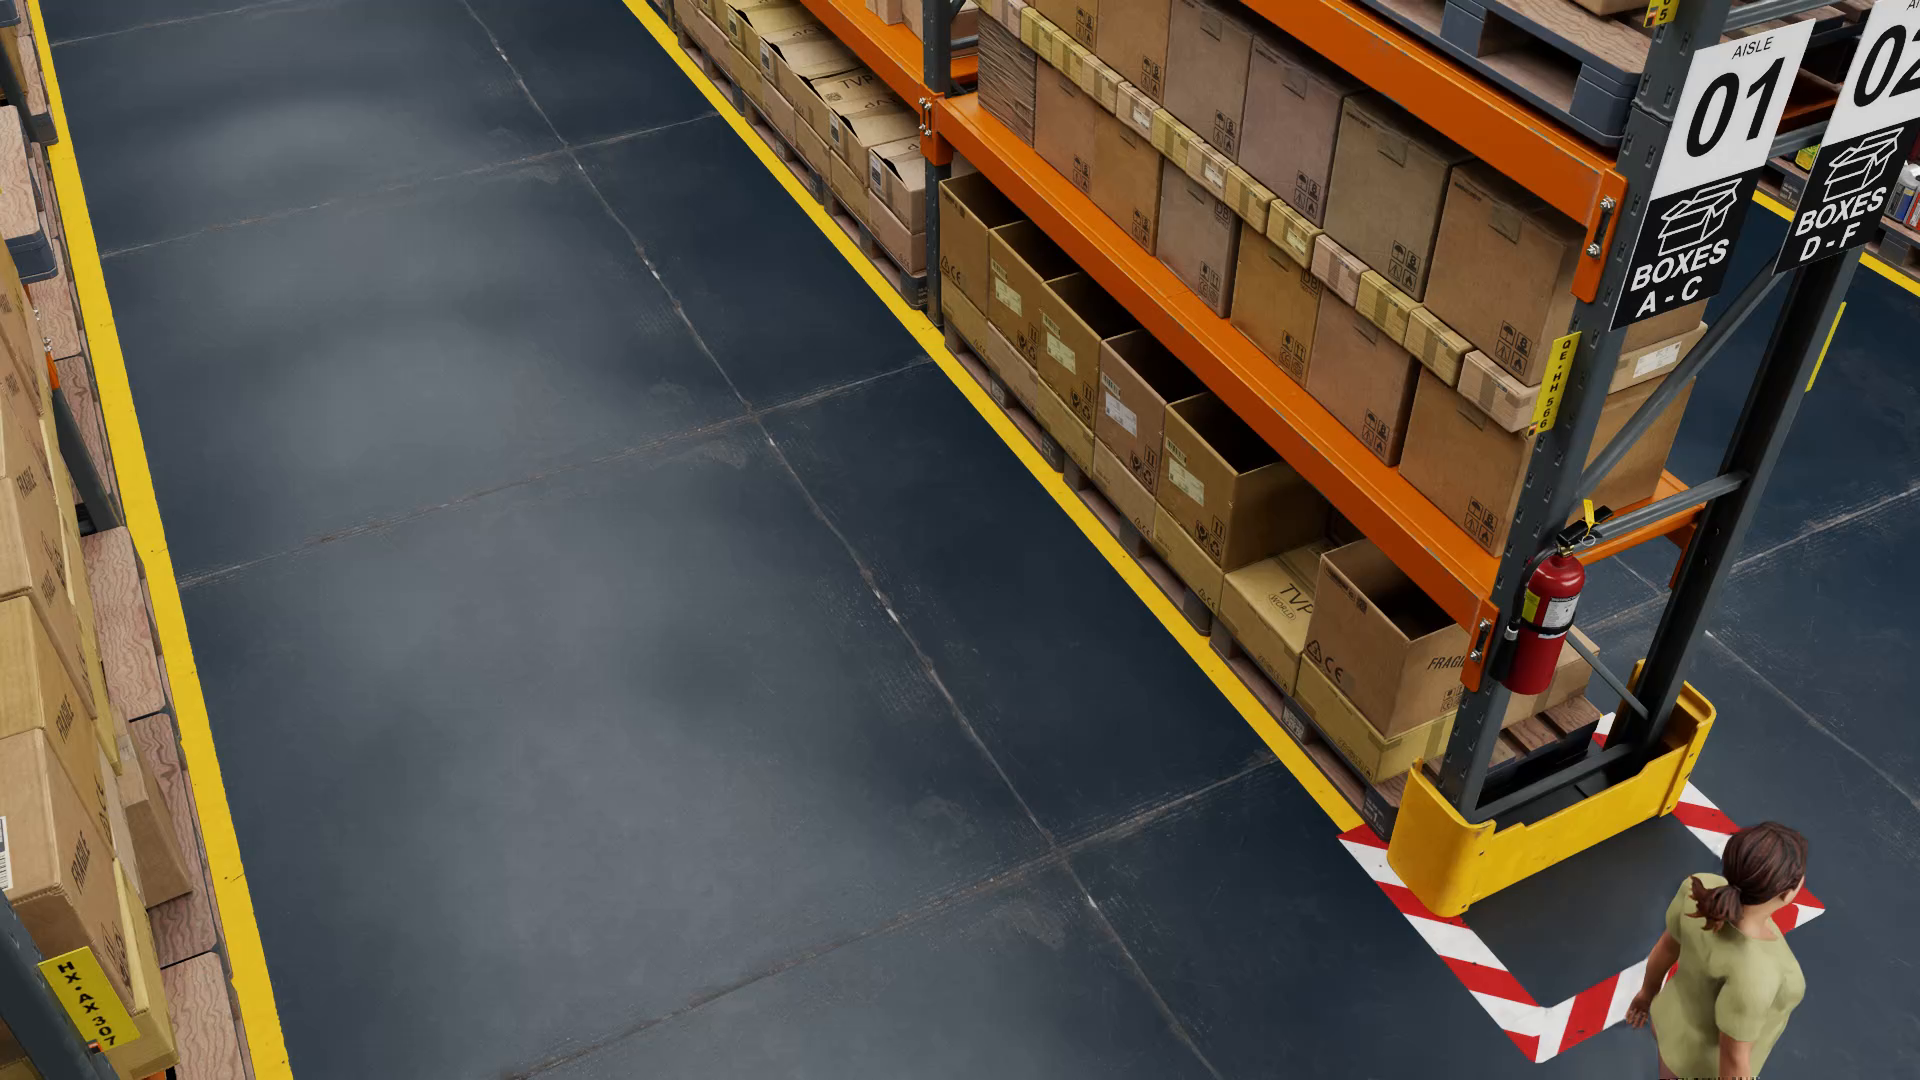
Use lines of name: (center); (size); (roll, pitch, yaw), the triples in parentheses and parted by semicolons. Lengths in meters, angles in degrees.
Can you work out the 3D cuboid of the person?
person: (1.997, 1.404, 4.561); (0.839, 1.630, 0.502); (3, 42, 4)
